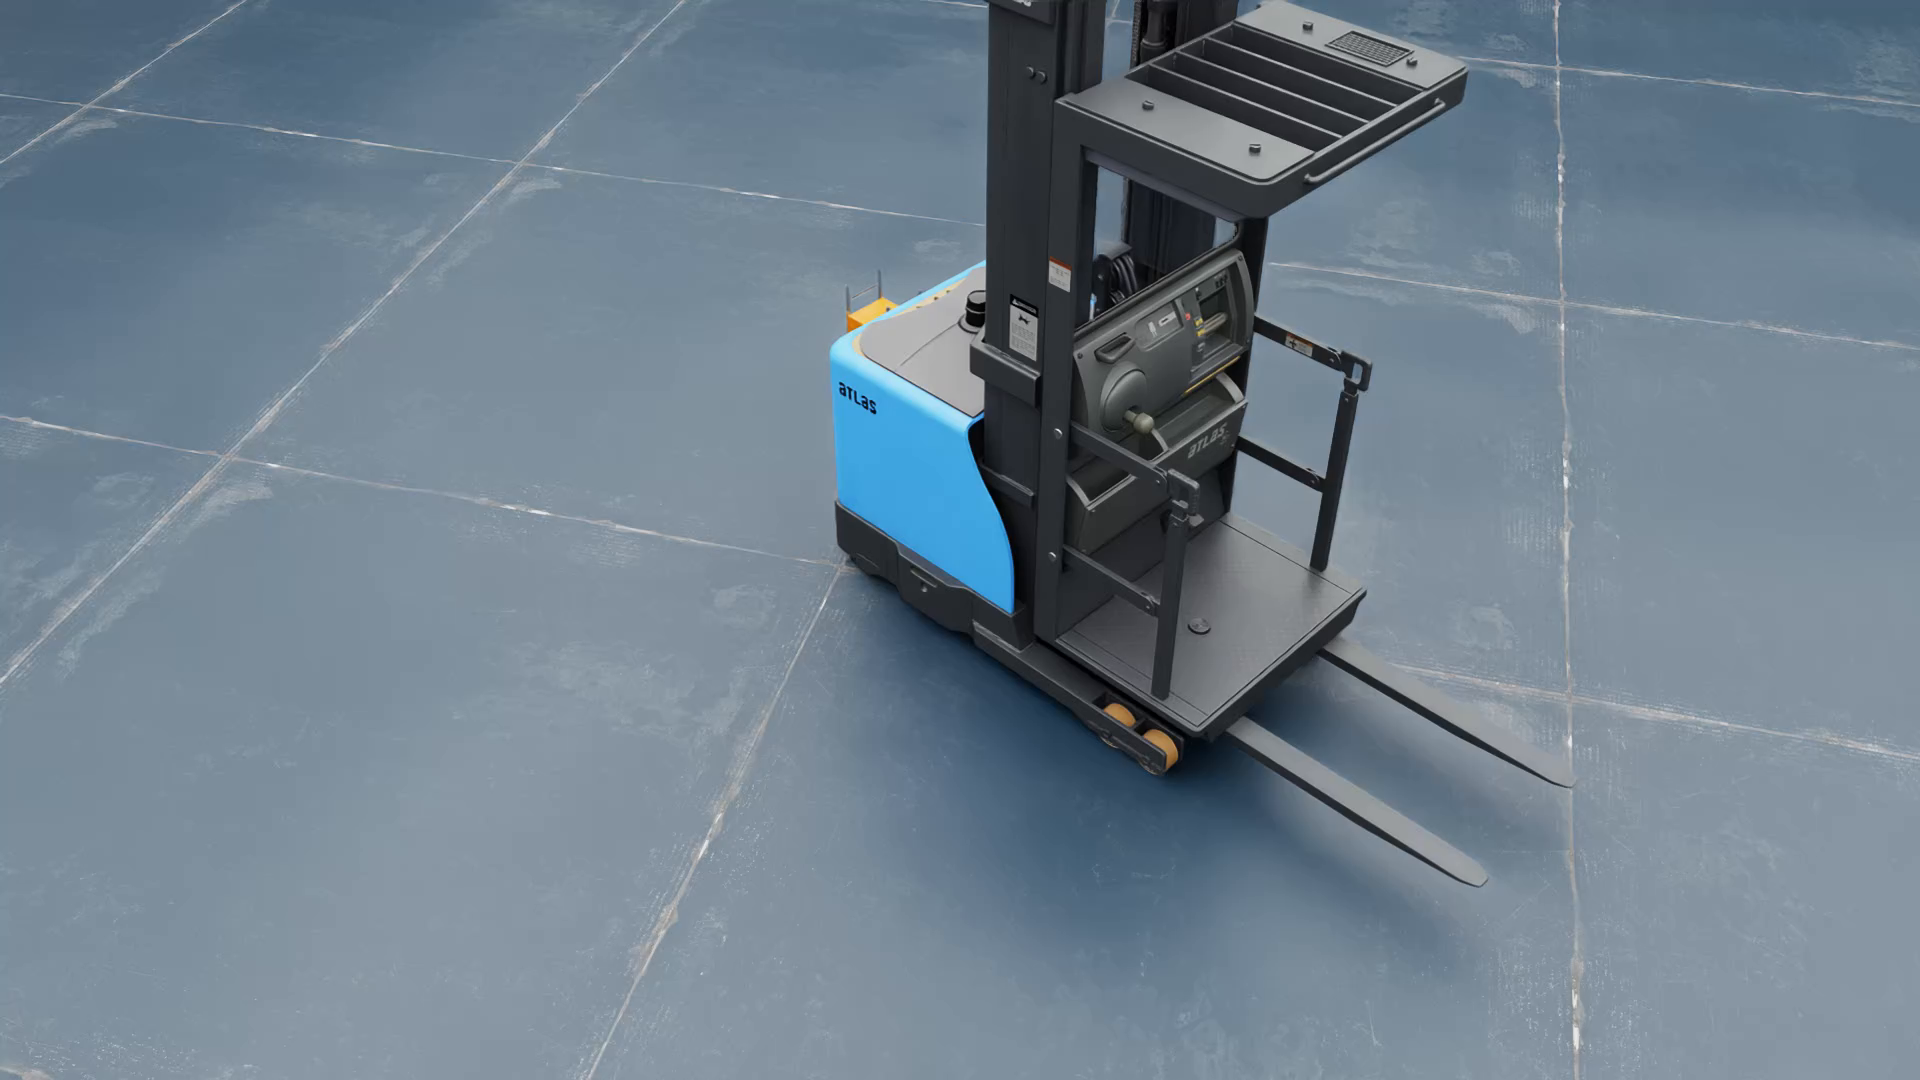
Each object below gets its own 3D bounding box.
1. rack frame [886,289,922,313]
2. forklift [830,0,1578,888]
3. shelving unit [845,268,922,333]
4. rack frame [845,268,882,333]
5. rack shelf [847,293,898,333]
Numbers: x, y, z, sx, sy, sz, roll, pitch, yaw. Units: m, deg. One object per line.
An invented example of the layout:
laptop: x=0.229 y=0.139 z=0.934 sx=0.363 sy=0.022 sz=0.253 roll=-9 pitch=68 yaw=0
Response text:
rack frame: x=-0.228 y=-0.583 z=7.127 sx=0.008 sy=1.050 sz=0.200 roll=32 pitch=50 yaw=32
forklift: x=0.878 y=-0.630 z=5.721 sx=3.031 sy=2.935 sz=1.130 roll=32 pitch=50 yaw=32
shelving unit: x=-0.316 y=-0.637 z=7.193 sx=0.252 sy=1.050 sz=0.215 roll=32 pitch=50 yaw=32
rack frame: x=-0.403 y=-0.692 z=7.258 sx=0.008 sy=1.050 sz=0.200 roll=32 pitch=50 yaw=32
rack shelf: x=-0.316 y=-0.847 z=7.017 sx=0.240 sy=0.259 sz=0.215 roll=32 pitch=50 yaw=32
